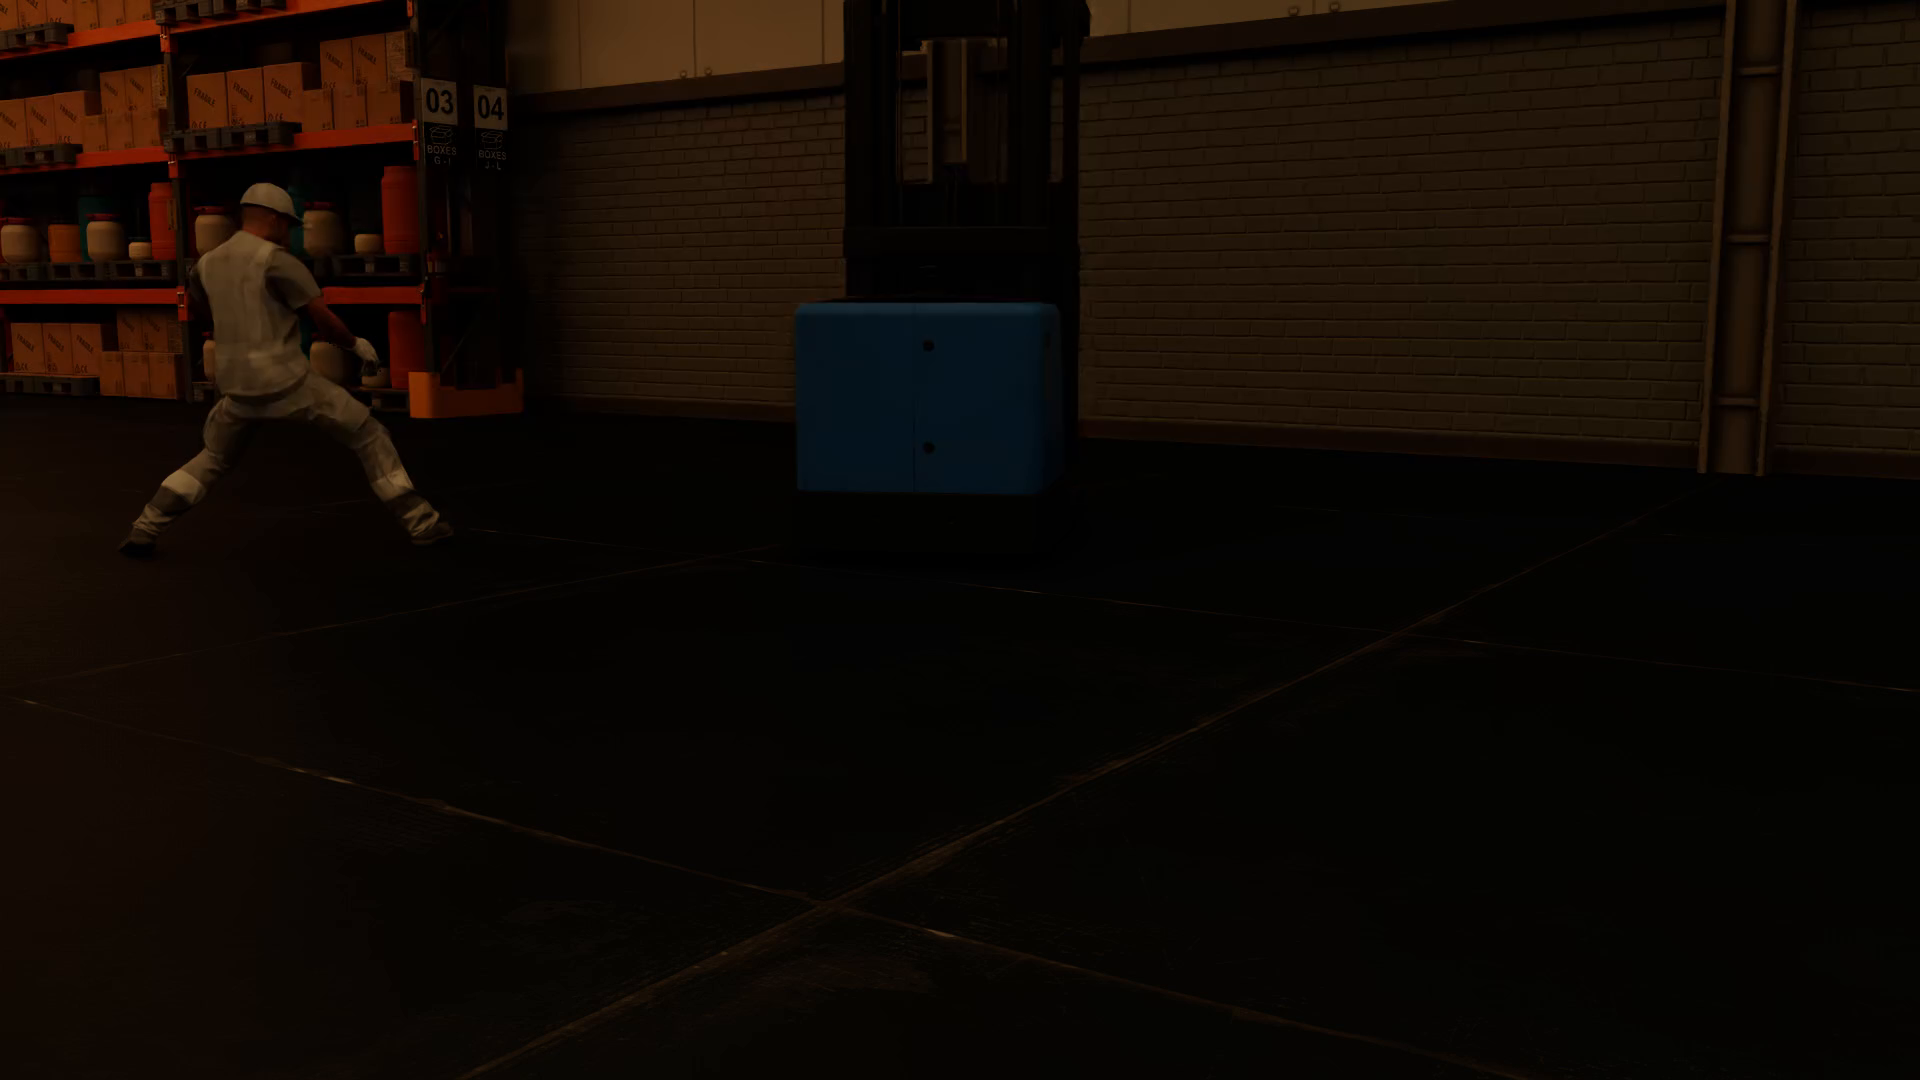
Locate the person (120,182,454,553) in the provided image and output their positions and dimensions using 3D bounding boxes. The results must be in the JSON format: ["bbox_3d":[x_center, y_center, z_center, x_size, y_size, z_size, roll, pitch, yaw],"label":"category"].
[{"bbox_3d":[-2.958,-0.739,7.224,1.164,1.590,1.002,4,9,25],"label":"person"}]

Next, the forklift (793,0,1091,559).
[{"bbox_3d":[0.044,-1.540,8.025,1.130,2.935,3.031,1,8,9],"label":"forklift"}]
